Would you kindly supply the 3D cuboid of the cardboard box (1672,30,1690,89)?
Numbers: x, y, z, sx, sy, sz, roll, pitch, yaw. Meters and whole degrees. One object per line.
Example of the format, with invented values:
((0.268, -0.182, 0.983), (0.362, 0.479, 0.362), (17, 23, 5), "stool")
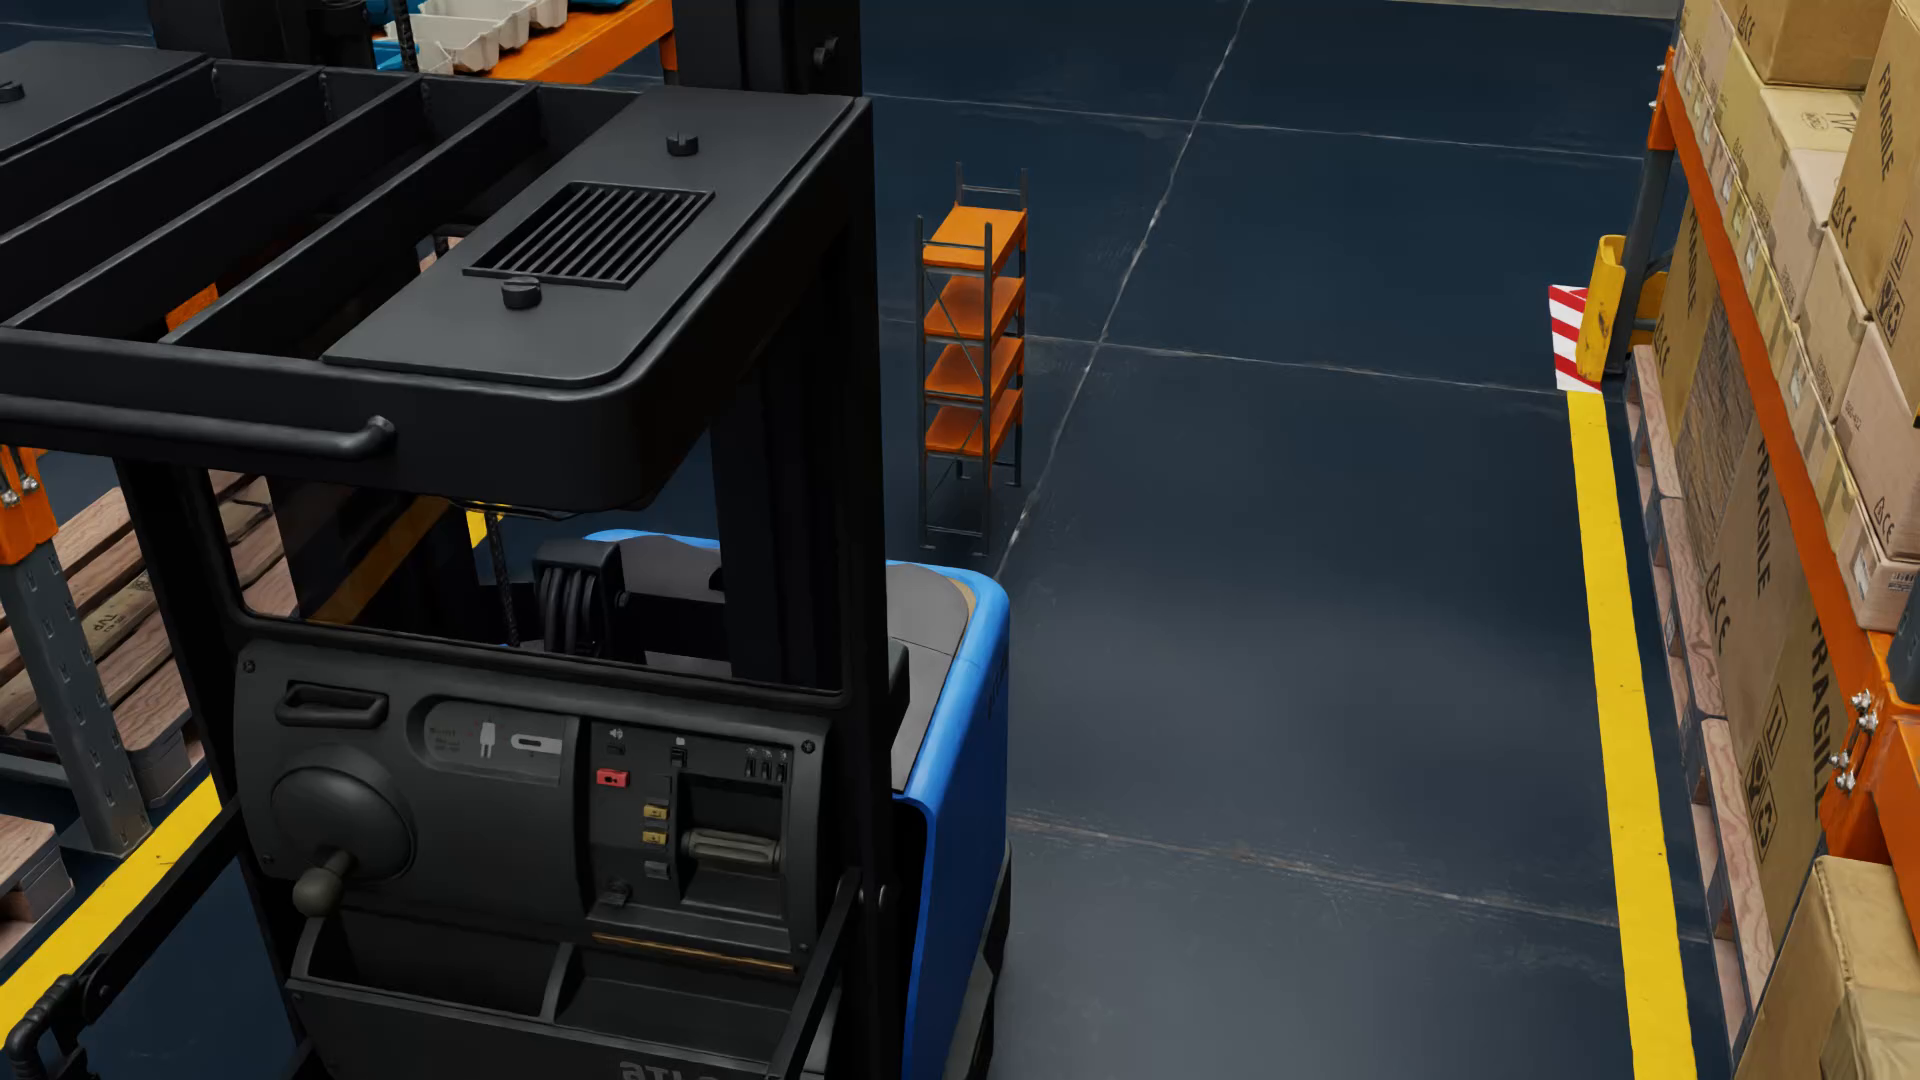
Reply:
((2.714, -1.668, 5.812), (0.380, 0.149, 0.250), (8, 33, 13), "cardboard box")

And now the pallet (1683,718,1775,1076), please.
((2.377, 0.955, 4.051), (1.003, 0.211, 1.213), (8, 33, 12), "pallet")

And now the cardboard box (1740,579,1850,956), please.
((2.354, 0.550, 3.678), (0.875, 0.875, 0.875), (8, 33, 12), "cardboard box")

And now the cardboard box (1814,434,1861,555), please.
((1.934, -0.069, 3.296), (0.380, 0.149, 0.250), (9, 33, 13), "cardboard box")

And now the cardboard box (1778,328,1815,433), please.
((2.065, -0.335, 3.715), (0.380, 0.149, 0.250), (9, 33, 13), "cardboard box")

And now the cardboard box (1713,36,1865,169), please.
((2.484, -1.233, 4.755), (0.500, 0.250, 0.500), (7, 33, 11), "cardboard box")

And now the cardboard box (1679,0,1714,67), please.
((2.741, -1.763, 5.591), (0.500, 0.250, 0.500), (7, 33, 11), "cardboard box")

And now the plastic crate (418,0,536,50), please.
((-1.786, -1.906, 6.142), (0.396, 0.136, 0.243), (8, 33, 12), "plastic crate")

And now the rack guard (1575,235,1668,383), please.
((3.130, -0.871, 6.654), (1.175, 0.500, 0.348), (8, 33, 12), "rack guard")

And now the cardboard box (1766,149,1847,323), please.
((2.225, -0.699, 3.916), (0.500, 0.250, 0.500), (9, 33, 13), "cardboard box")

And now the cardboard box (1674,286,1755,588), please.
((2.808, -0.379, 5.139), (0.875, 0.875, 0.875), (8, 33, 12), "cardboard box")

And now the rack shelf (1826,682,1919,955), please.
((1.601, 1.504, 1.259), (1.077, 0.370, 4.000), (8, 33, 12), "rack shelf")

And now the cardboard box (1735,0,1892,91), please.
((2.488, -1.551, 4.557), (0.500, 0.500, 0.500), (7, 33, 11), "cardboard box")

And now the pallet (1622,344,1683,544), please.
((2.997, -0.311, 6.043), (1.003, 0.211, 1.213), (8, 33, 12), "pallet")

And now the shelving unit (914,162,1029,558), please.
((0.042, -0.592, 5.563), (0.258, 1.200, 0.503), (8, 33, 12), "shelving unit")

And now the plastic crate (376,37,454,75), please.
((-1.891, -1.602, 5.663), (0.298, 0.136, 0.250), (8, 33, 12), "plastic crate")

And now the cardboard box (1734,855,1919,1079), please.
((1.966, 1.216, 2.630), (1.225, 0.875, 0.875), (8, 33, 13), "cardboard box")

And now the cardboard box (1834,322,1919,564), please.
((1.967, -0.165, 3.076), (0.500, 0.250, 0.500), (7, 33, 11), "cardboard box")

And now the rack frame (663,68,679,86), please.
((-1.667, -2.588, 7.025), (1.000, 3.000, 0.127), (8, 33, 12), "rack frame")

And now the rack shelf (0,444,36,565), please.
((-3.190, 0.829, 2.320), (1.077, 0.370, 4.000), (8, 33, 12), "rack shelf")

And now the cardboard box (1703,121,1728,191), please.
((2.456, -1.135, 4.973), (0.380, 0.149, 0.250), (7, 33, 11), "cardboard box")

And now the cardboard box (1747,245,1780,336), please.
((2.195, -0.602, 4.135), (0.380, 0.149, 0.250), (7, 33, 12), "cardboard box")

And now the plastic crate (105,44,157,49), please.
((-2.213, -0.994, 4.402), (0.402, 0.464, 0.583), (8, 33, 12), "plastic crate")

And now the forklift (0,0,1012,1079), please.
((-0.694, 0.456, 2.301), (1.130, 2.935, 3.031), (7, 33, 10), "forklift")

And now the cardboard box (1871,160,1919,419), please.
((1.967, -0.492, 2.891), (0.500, 0.500, 0.500), (9, 34, 14), "cardboard box")

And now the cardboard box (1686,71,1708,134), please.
((2.586, -1.402, 5.394), (0.380, 0.149, 0.250), (7, 33, 11), "cardboard box")

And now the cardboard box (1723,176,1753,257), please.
((2.325, -0.870, 4.557), (0.380, 0.149, 0.250), (7, 33, 11), "cardboard box")

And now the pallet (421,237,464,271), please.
((-1.914, -0.988, 7.108), (1.003, 0.211, 1.213), (8, 33, 12), "pallet")

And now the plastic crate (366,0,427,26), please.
((-2.215, -2.118, 6.385), (0.416, 0.233, 0.300), (8, 33, 12), "plastic crate")

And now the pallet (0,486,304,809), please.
((-2.533, 0.278, 5.116), (1.003, 0.211, 1.213), (8, 33, 12), "pallet")

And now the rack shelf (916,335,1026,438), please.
((0.042, -0.535, 5.599), (0.258, 0.148, 0.480), (8, 33, 12), "rack shelf")

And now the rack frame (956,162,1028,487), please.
((0.104, -0.719, 5.762), (0.240, 1.200, 0.015), (8, 33, 12), "rack frame")

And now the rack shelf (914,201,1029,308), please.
((0.042, -0.924, 5.352), (0.258, 0.148, 0.480), (8, 33, 12), "rack shelf")
